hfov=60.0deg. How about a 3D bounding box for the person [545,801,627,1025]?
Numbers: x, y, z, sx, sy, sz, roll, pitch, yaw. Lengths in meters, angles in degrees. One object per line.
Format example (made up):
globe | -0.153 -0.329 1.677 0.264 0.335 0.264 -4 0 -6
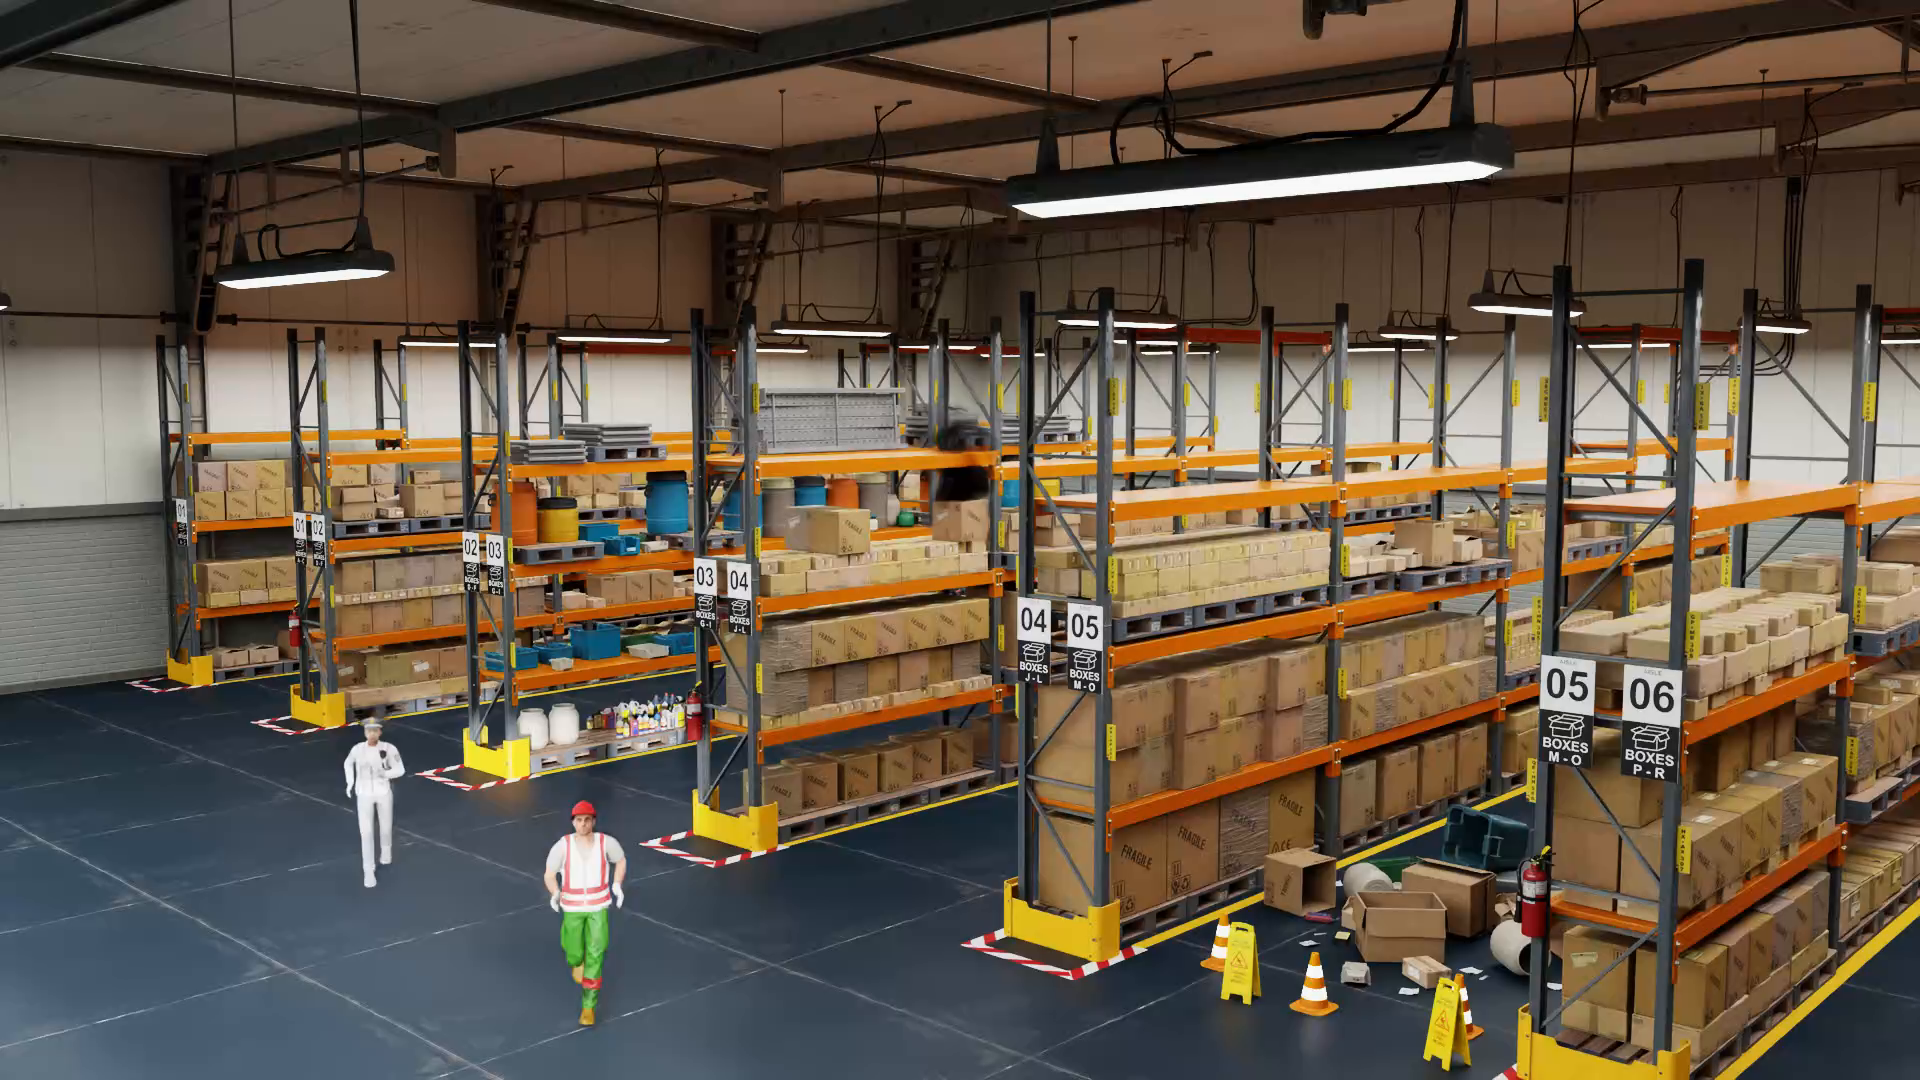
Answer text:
person | -3.068 3.009 13.675 0.666 1.759 0.831 -1 6 -13

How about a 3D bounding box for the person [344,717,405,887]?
person | -6.111 2.671 17.369 0.610 1.687 0.936 -2 6 -16
